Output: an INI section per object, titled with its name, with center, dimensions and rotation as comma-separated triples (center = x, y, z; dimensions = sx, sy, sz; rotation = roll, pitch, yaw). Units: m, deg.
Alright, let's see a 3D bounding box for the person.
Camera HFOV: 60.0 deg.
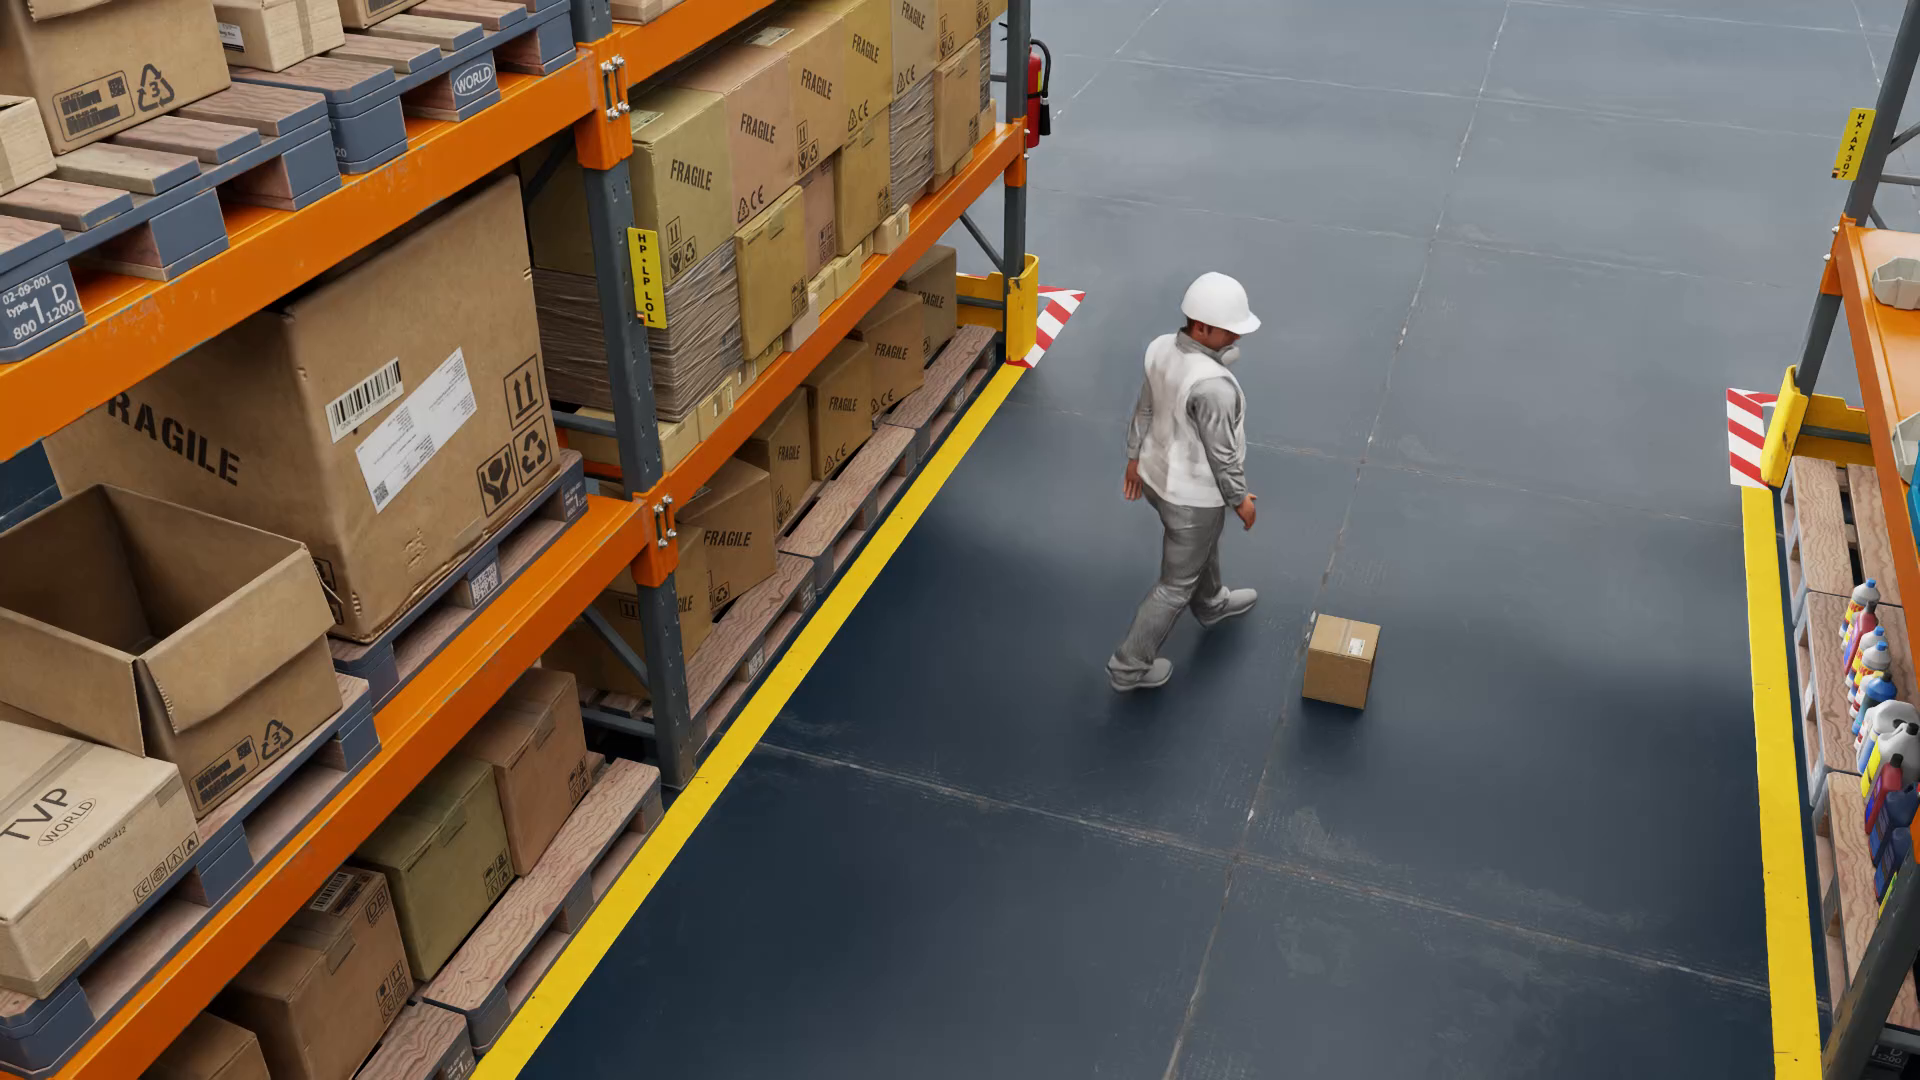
[person]
center = 0.962, -0.239, 6.470
dimensions = 0.863, 1.736, 0.561
rotation = -11, 35, -17
